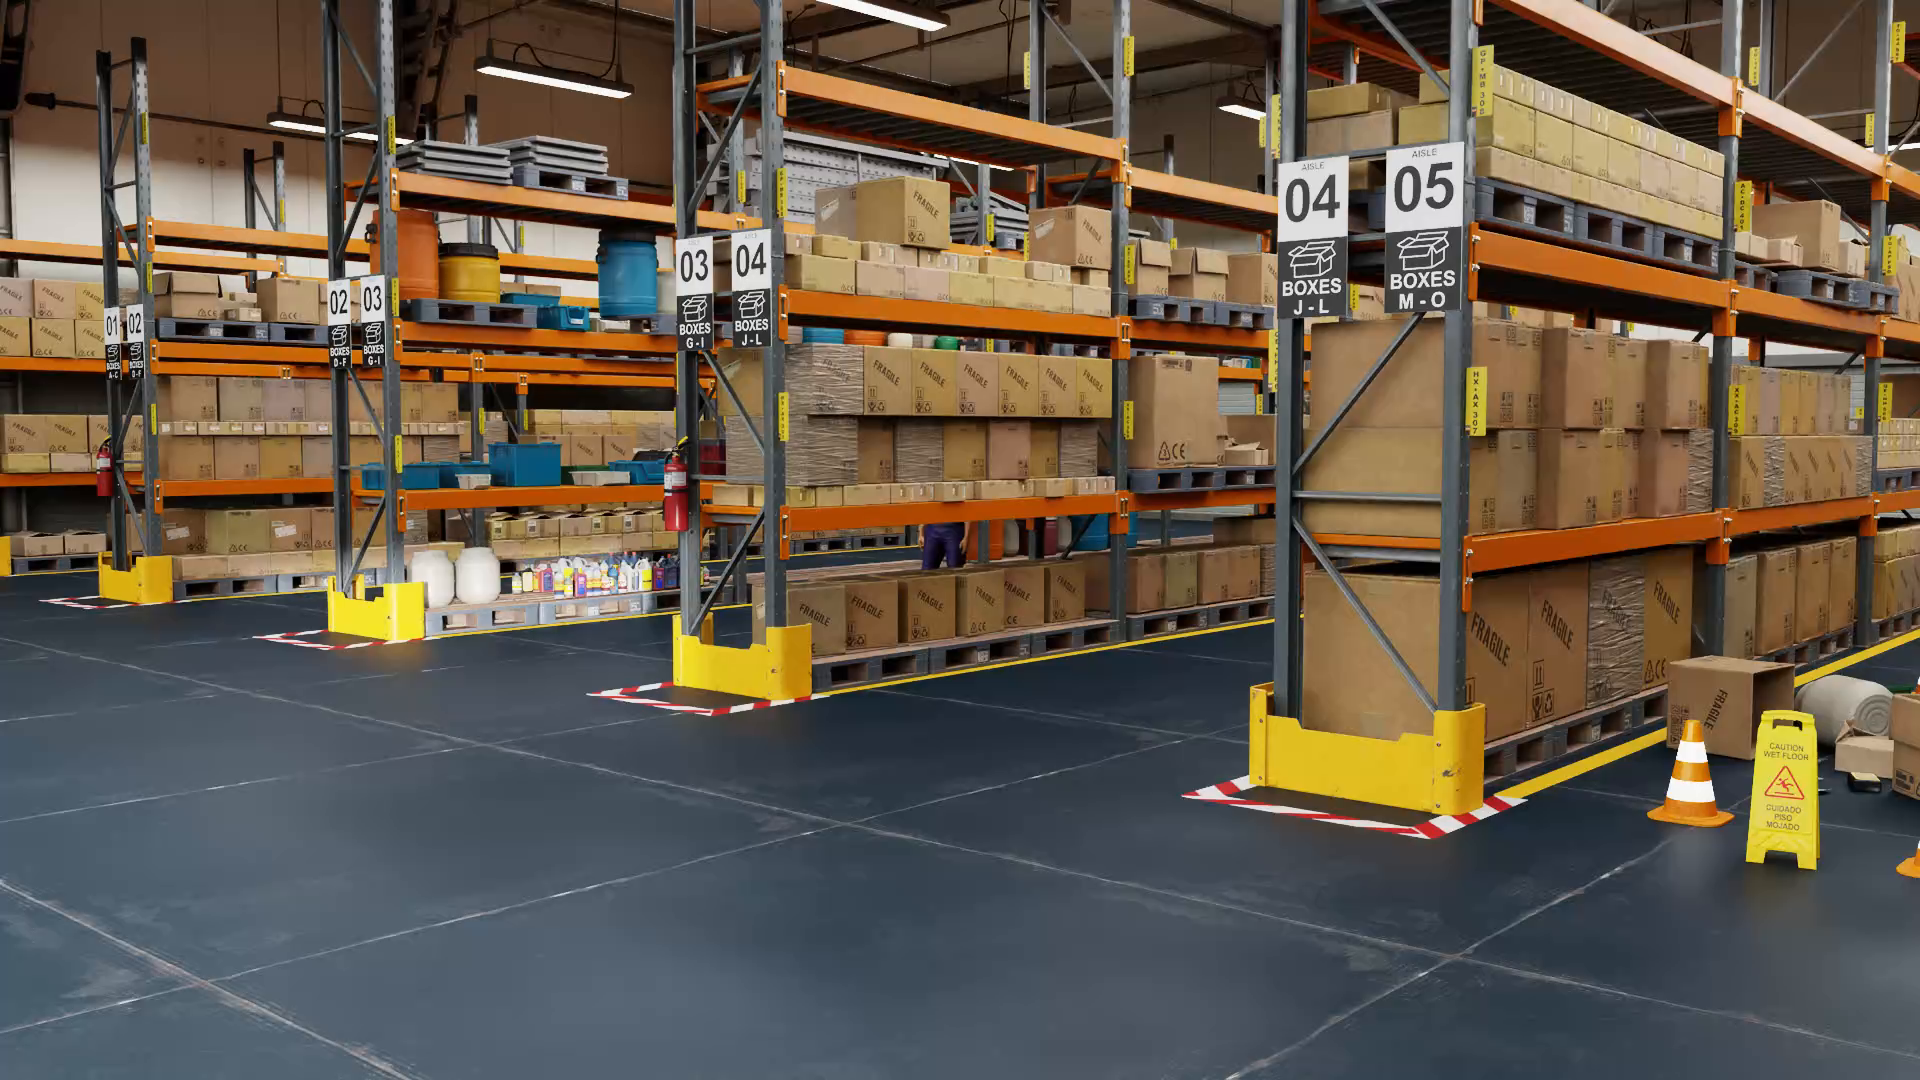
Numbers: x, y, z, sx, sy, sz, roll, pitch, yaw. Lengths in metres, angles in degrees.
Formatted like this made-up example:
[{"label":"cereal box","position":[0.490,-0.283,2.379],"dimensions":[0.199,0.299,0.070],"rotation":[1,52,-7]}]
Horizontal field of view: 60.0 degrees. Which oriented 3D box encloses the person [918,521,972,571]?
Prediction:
[{"label":"person","position":[-0.147,-0.007,15.667],"dimensions":[0.544,1.651,0.369],"rotation":[2,4,22]}]
